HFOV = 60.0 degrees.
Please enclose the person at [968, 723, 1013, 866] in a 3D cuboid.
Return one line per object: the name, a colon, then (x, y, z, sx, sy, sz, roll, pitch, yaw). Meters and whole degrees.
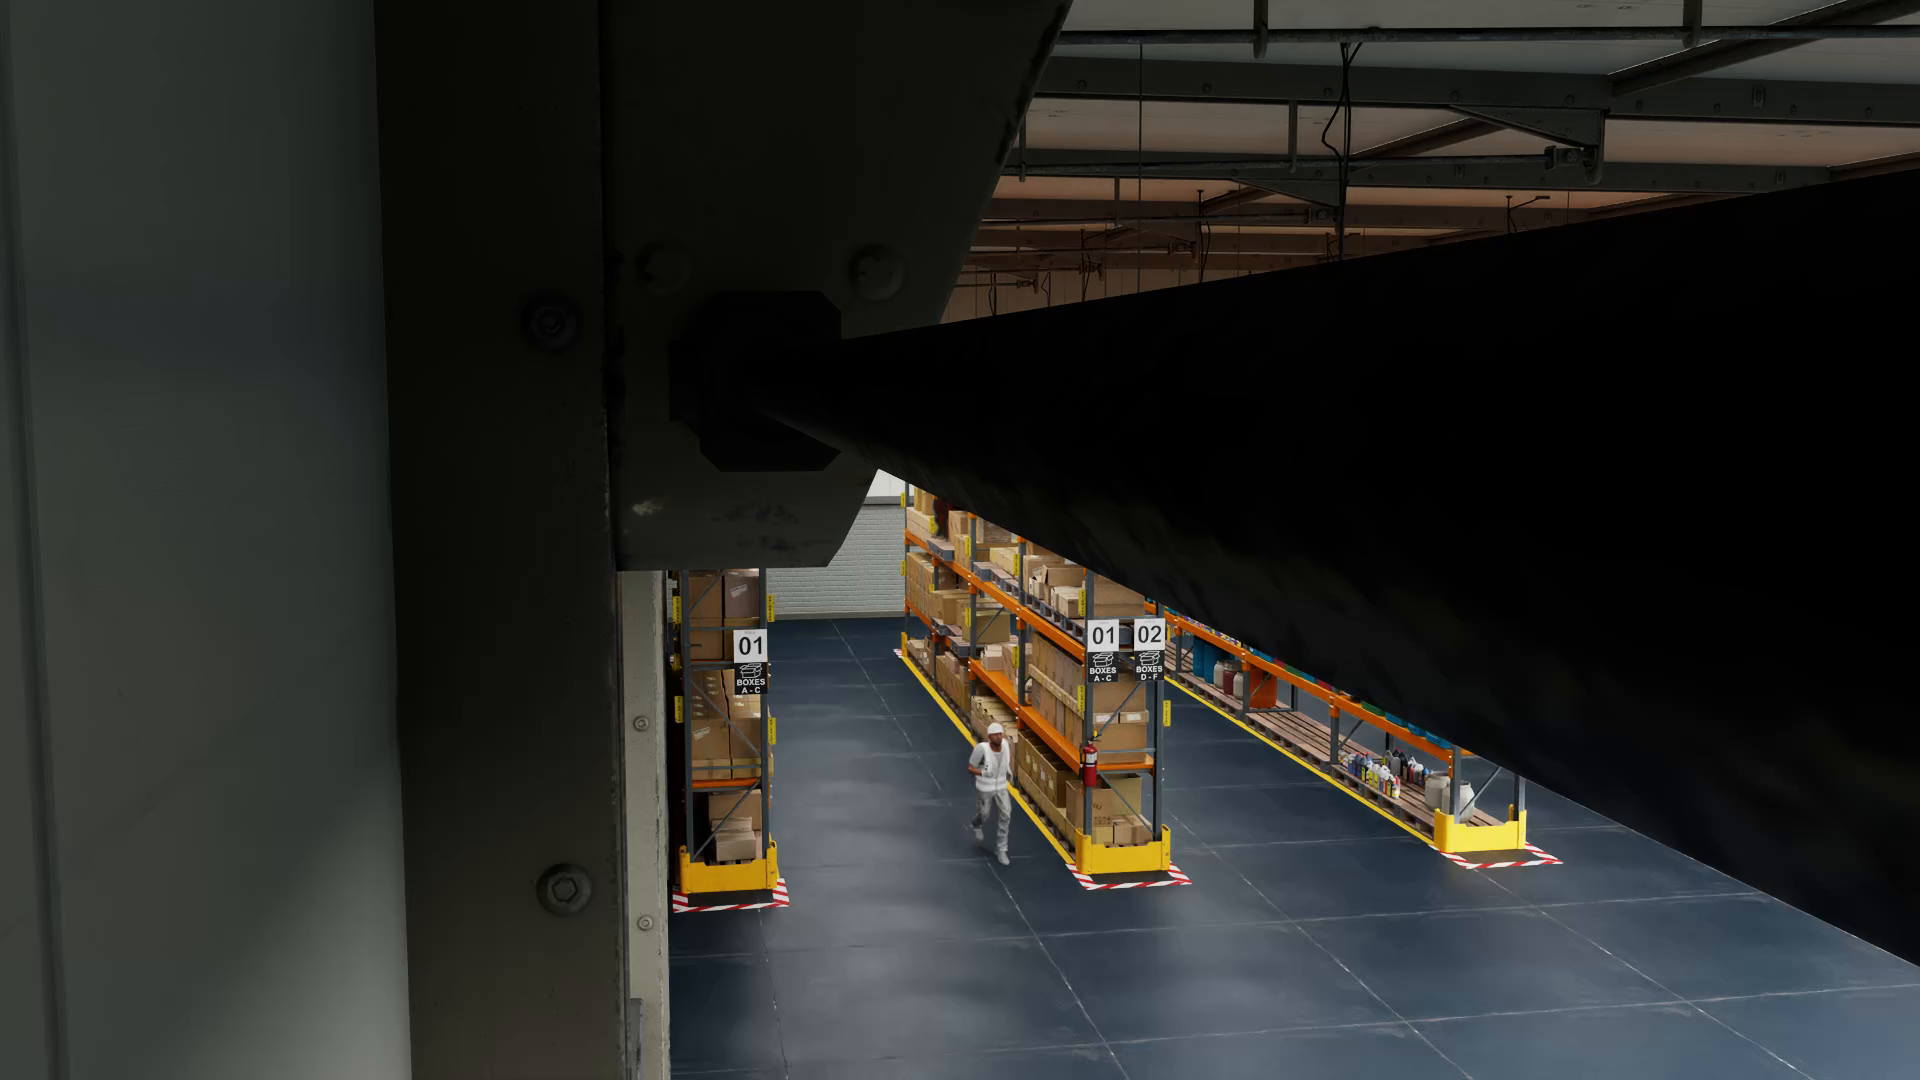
person: (0.395, 3.230, 21.565, 0.694, 1.796, 1.029, -2, 6, -22)
